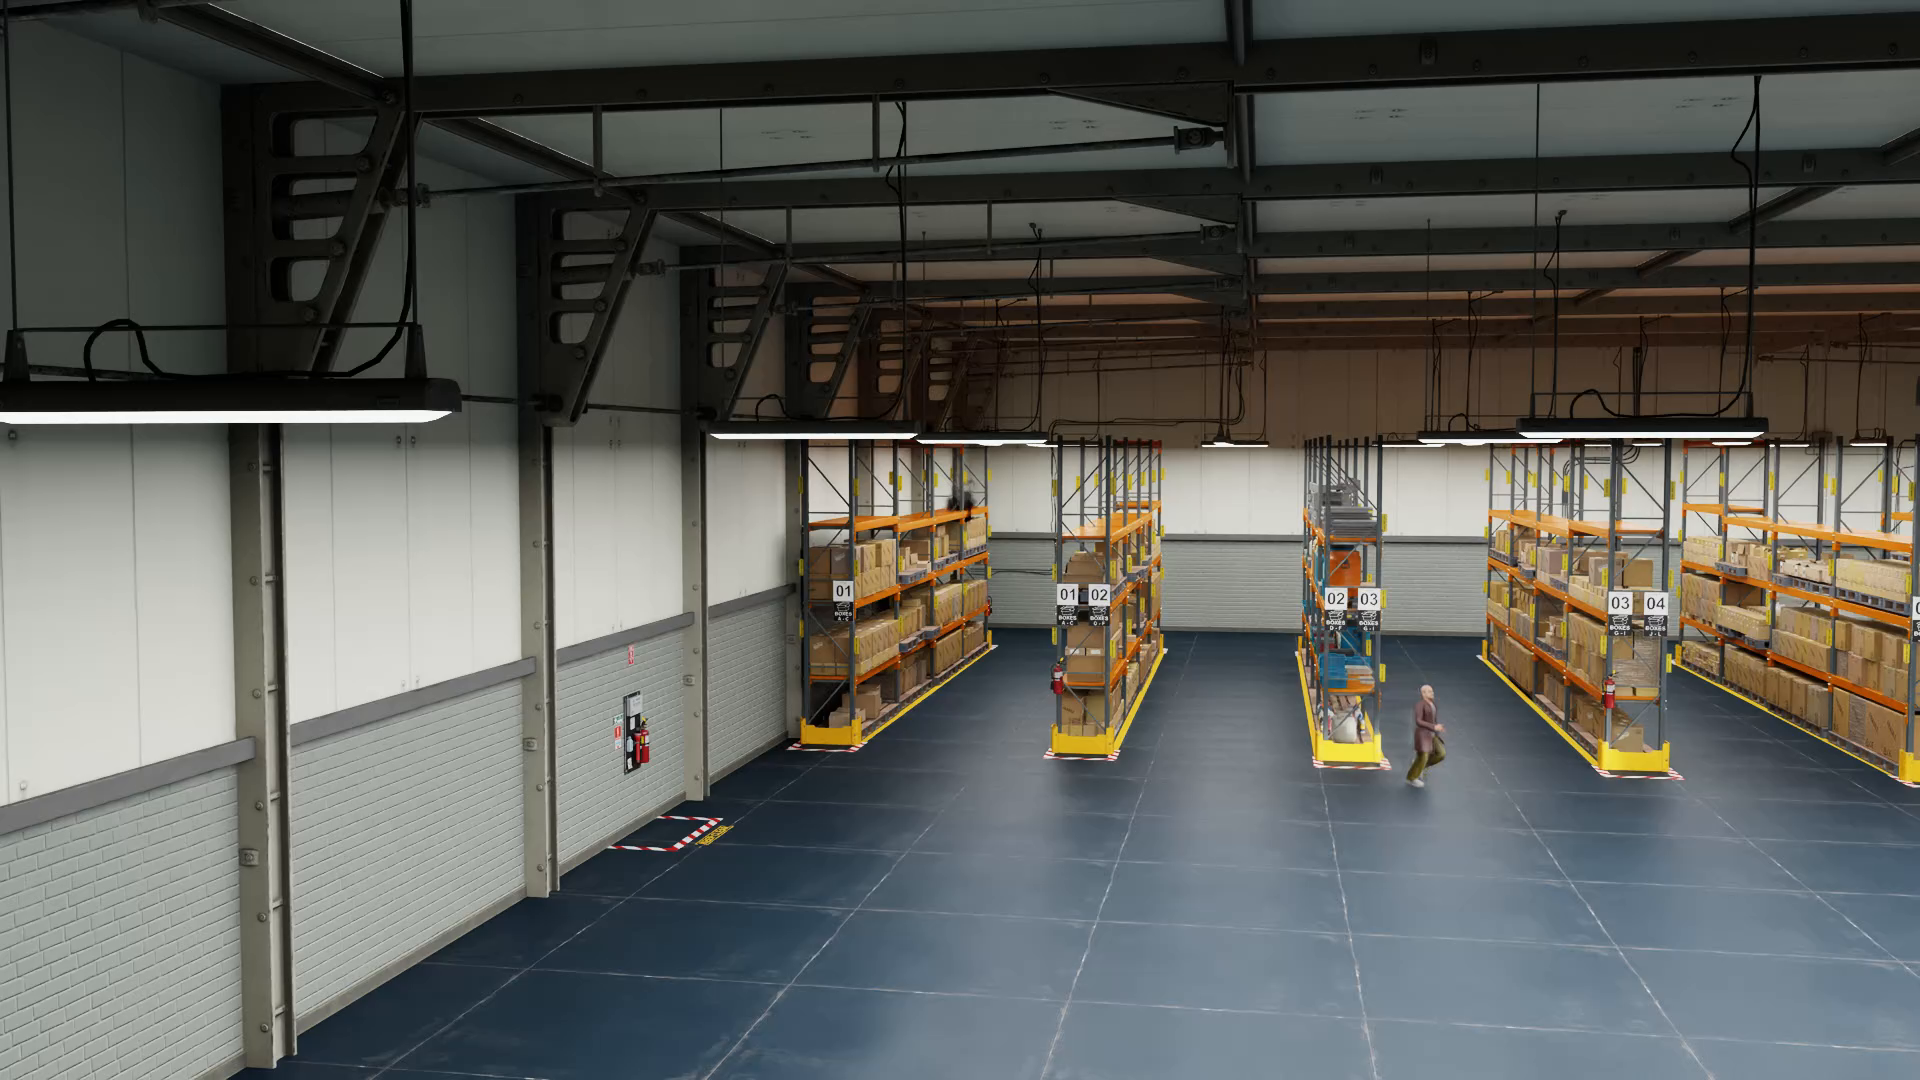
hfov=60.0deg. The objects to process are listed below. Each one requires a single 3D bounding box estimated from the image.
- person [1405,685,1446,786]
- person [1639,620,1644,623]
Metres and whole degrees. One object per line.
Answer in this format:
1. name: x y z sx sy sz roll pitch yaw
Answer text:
1. person: 7.952 3.325 28.237 0.739 1.738 0.766 -3 4 -43
2. person: 17.703 2.601 42.765 0.607 1.626 0.641 1 3 19
